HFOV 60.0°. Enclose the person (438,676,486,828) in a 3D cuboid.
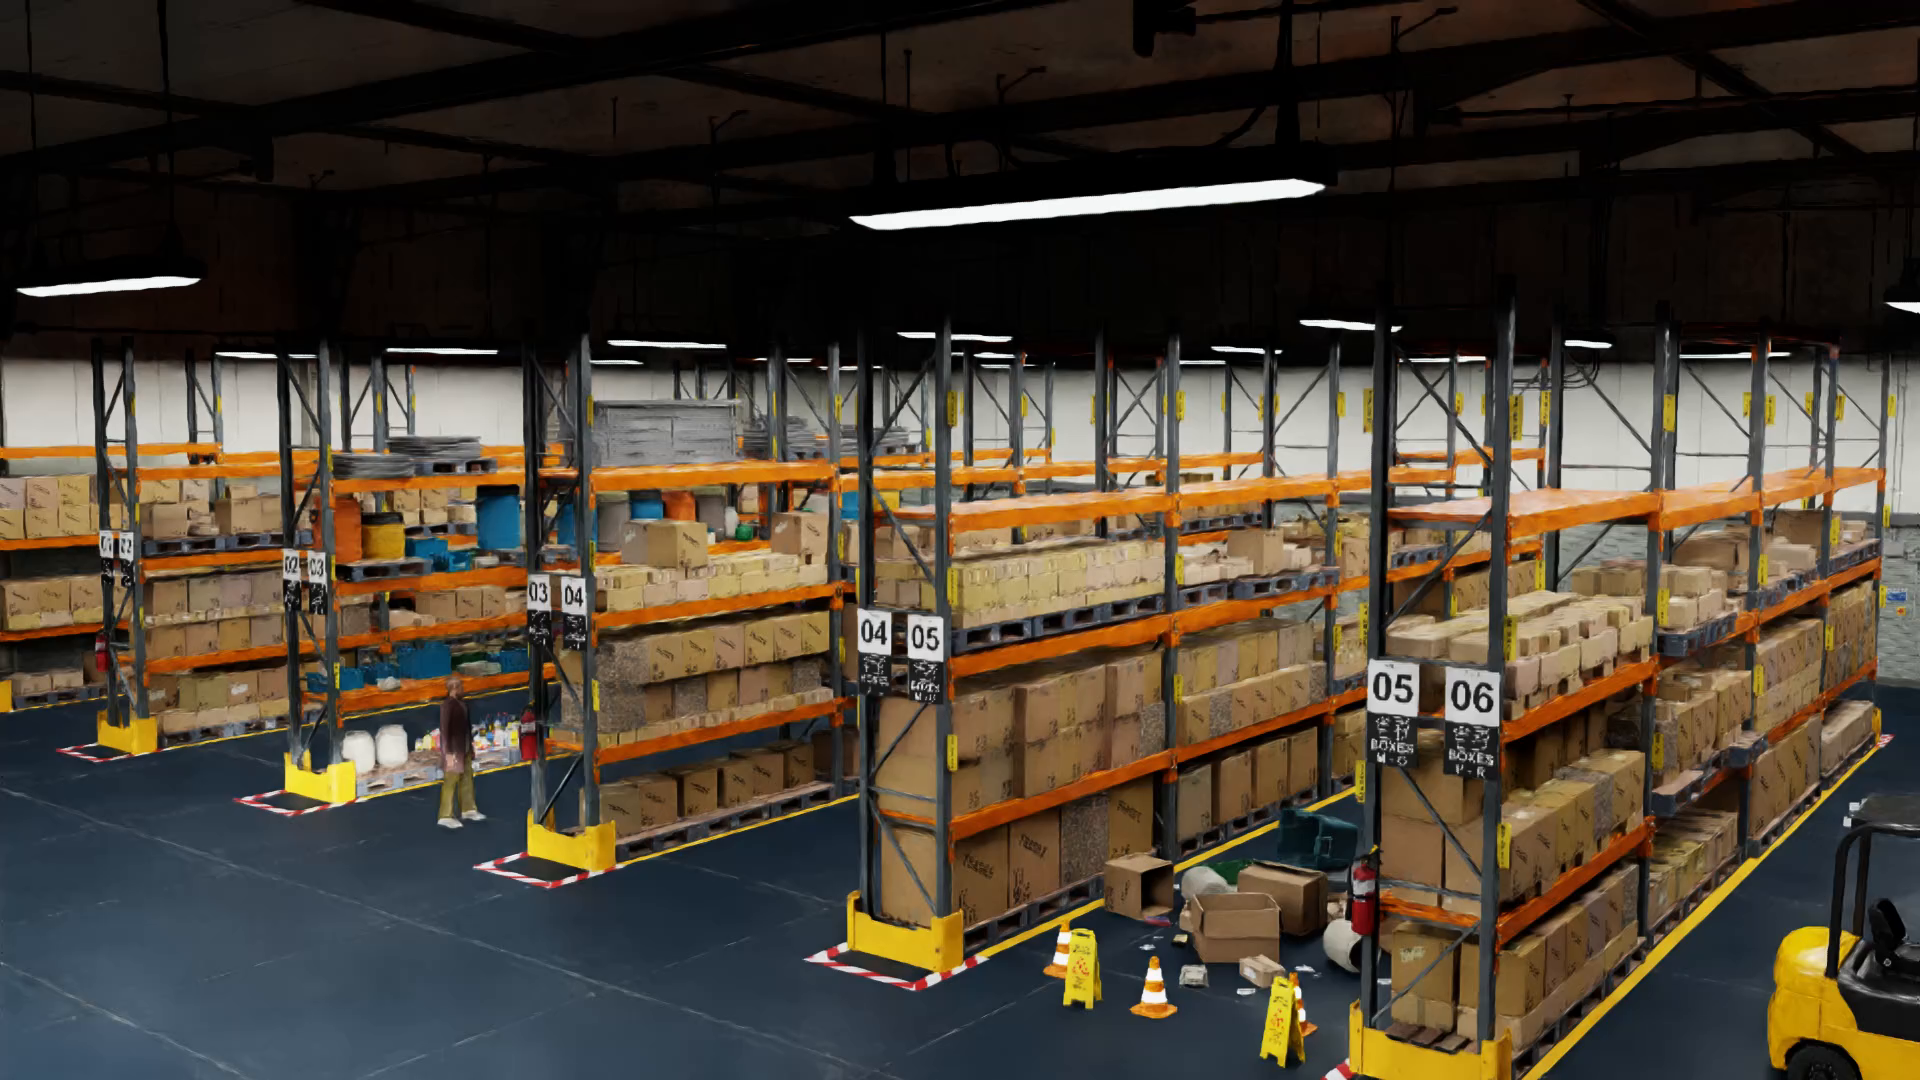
[{"bbox_3d":[-5.999,2.652,19.991,0.514,1.527,0.638,1,5,8],"label":"person"}]
